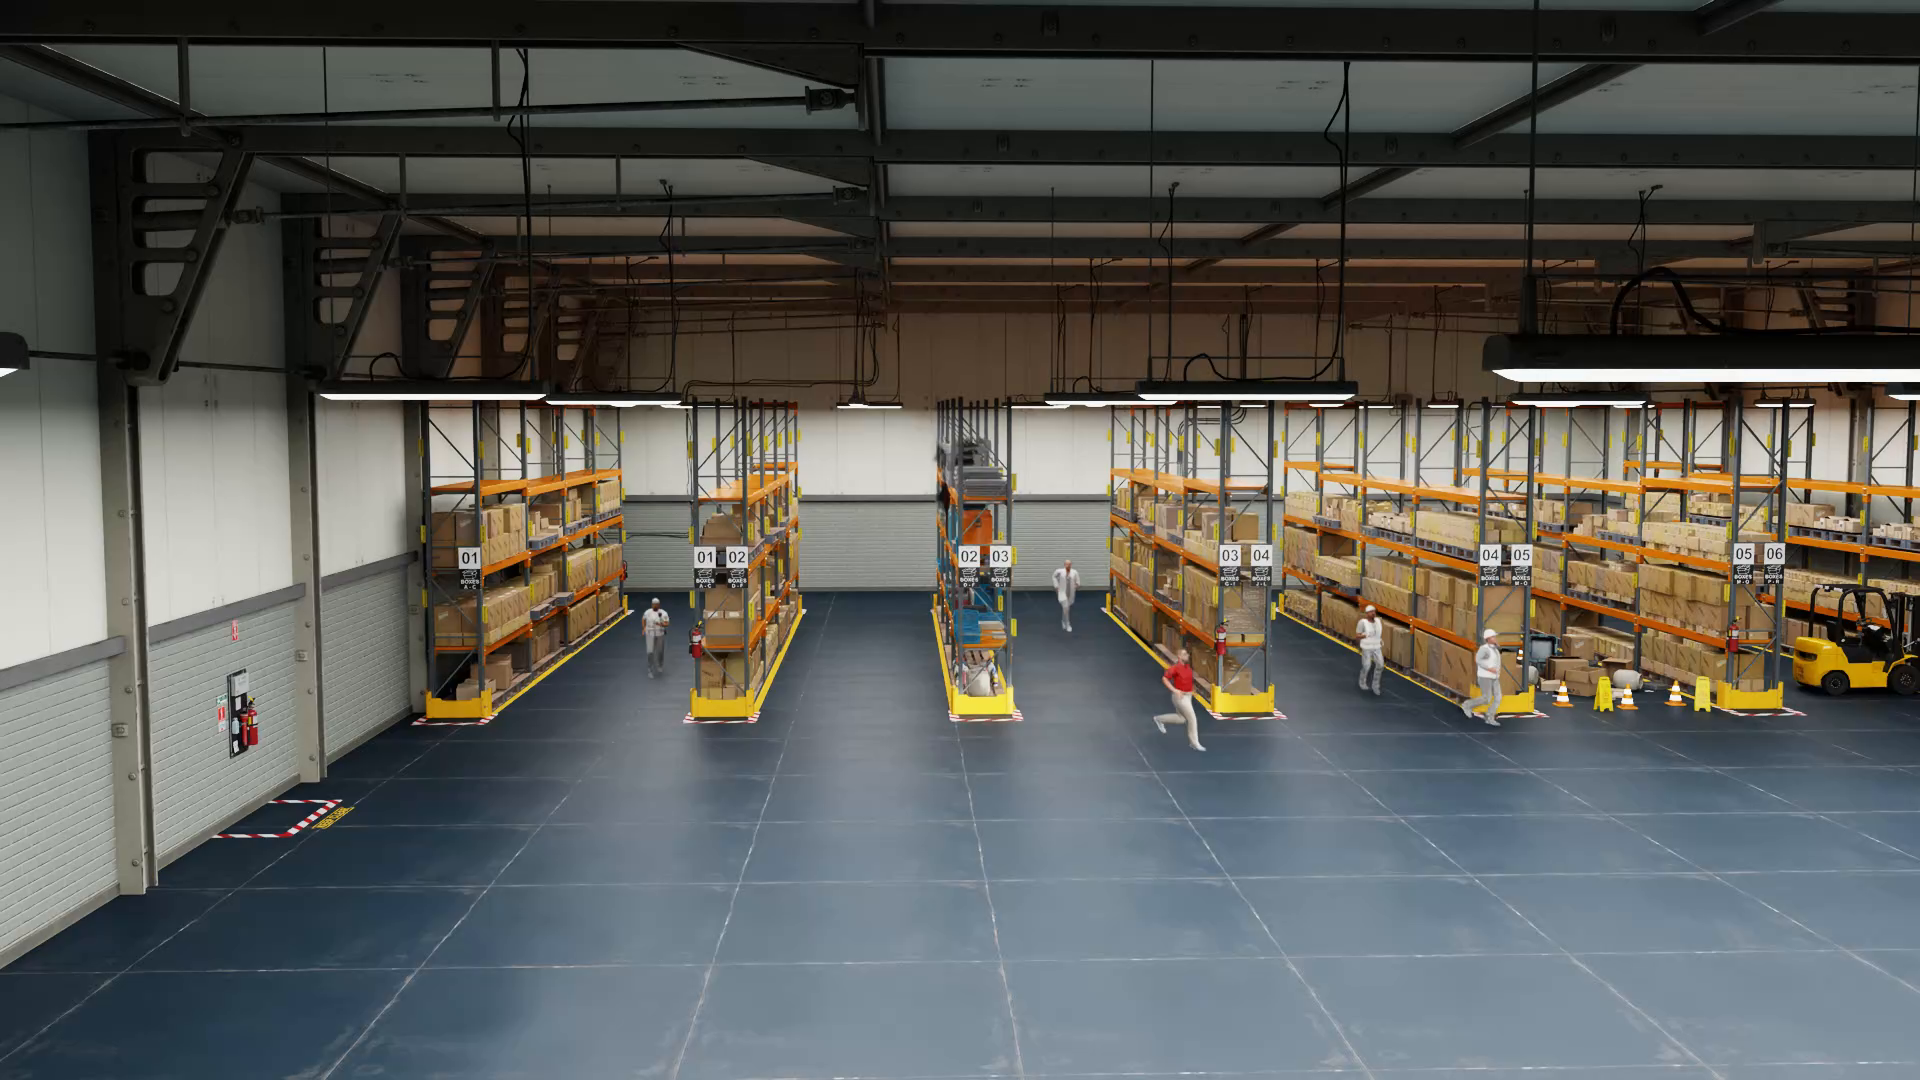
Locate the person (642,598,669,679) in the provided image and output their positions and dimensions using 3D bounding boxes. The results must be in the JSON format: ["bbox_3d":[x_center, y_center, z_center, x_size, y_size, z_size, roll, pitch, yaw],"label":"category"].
[{"bbox_3d":[-6.589,2.113,36.001,0.582,1.726,0.775,-1,4,-9],"label":"person"}]

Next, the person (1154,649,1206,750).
[{"bbox_3d":[3.755,2.714,28.394,1.020,1.728,0.643,3,5,30],"label":"person"}]

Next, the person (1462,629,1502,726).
[{"bbox_3d":[9.662,2.507,30.545,0.677,1.749,0.727,-4,6,-42],"label":"person"}]

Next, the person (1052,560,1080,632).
[{"bbox_3d":[2.678,1.387,41.814,0.662,1.808,1.020,-1,5,-13],"label":"person"}]

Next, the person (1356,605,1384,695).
[{"bbox_3d":[8.336,2.234,33.699,0.659,1.827,0.715,-1,4,-10],"label":"person"}]
